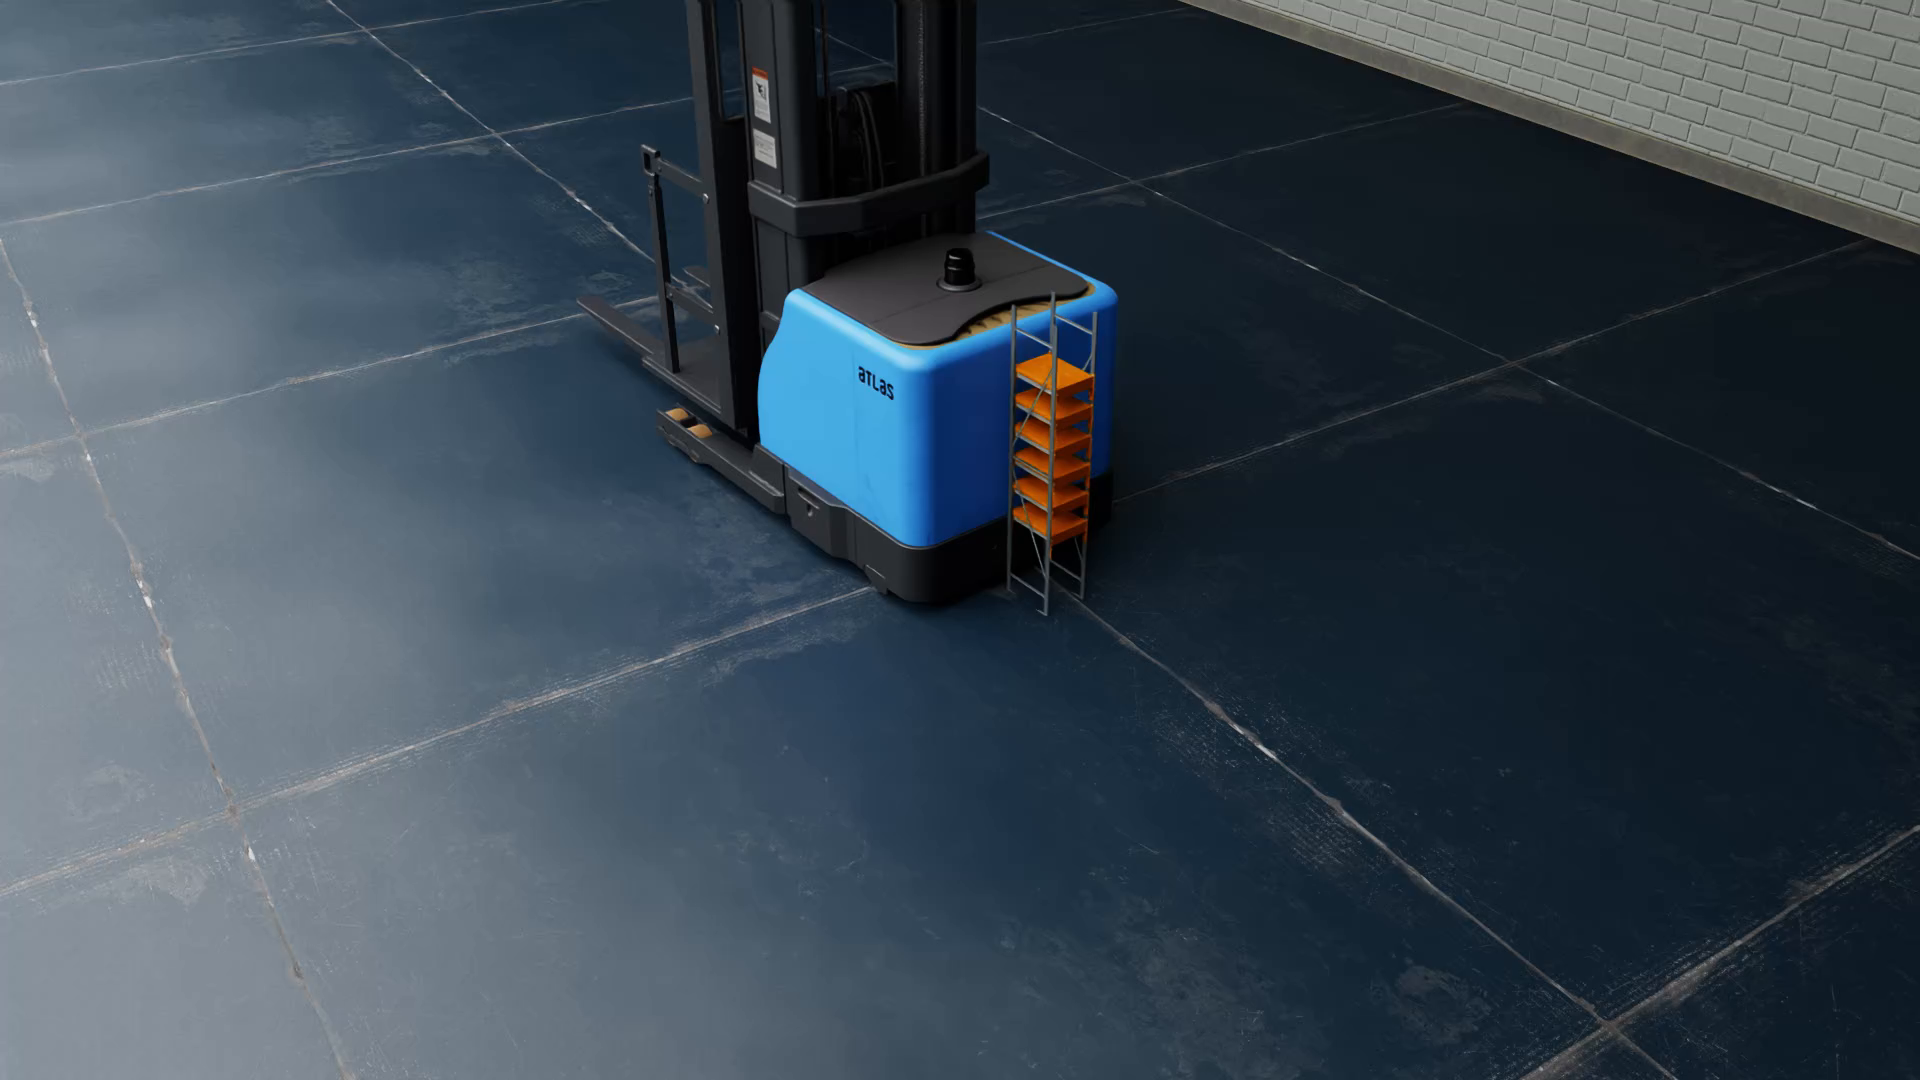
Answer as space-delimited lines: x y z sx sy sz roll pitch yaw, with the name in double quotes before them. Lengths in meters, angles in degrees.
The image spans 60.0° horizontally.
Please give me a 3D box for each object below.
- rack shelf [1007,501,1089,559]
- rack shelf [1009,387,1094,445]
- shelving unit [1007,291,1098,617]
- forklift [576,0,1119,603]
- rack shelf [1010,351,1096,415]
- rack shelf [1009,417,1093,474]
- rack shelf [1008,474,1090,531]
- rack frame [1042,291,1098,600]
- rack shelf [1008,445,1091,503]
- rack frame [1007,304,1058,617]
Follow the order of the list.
"rack shelf" 0.329 -0.055 6.246 0.180 0.103 0.258 -23 39 -32
"rack shelf" 0.329 -0.461 5.989 0.180 0.103 0.258 -23 39 -32
"shelving unit" 0.329 -0.296 6.094 0.189 1.200 0.258 -23 39 -32
"forklift" -0.697 -1.726 6.739 1.130 2.935 3.031 -23 39 -32
"rack shelf" 0.329 -0.562 5.925 0.180 0.103 0.258 -23 39 -32
"rack shelf" 0.329 -0.359 6.053 0.180 0.103 0.258 -23 39 -32
"rack shelf" 0.329 -0.156 6.182 0.180 0.103 0.258 -23 39 -32
"rack frame" 0.401 -0.326 6.142 0.006 1.200 0.240 -23 39 -32
"rack shelf" 0.329 -0.258 6.117 0.180 0.103 0.258 -23 39 -32
"rack frame" 0.257 -0.265 6.046 0.006 1.200 0.240 -23 39 -32
